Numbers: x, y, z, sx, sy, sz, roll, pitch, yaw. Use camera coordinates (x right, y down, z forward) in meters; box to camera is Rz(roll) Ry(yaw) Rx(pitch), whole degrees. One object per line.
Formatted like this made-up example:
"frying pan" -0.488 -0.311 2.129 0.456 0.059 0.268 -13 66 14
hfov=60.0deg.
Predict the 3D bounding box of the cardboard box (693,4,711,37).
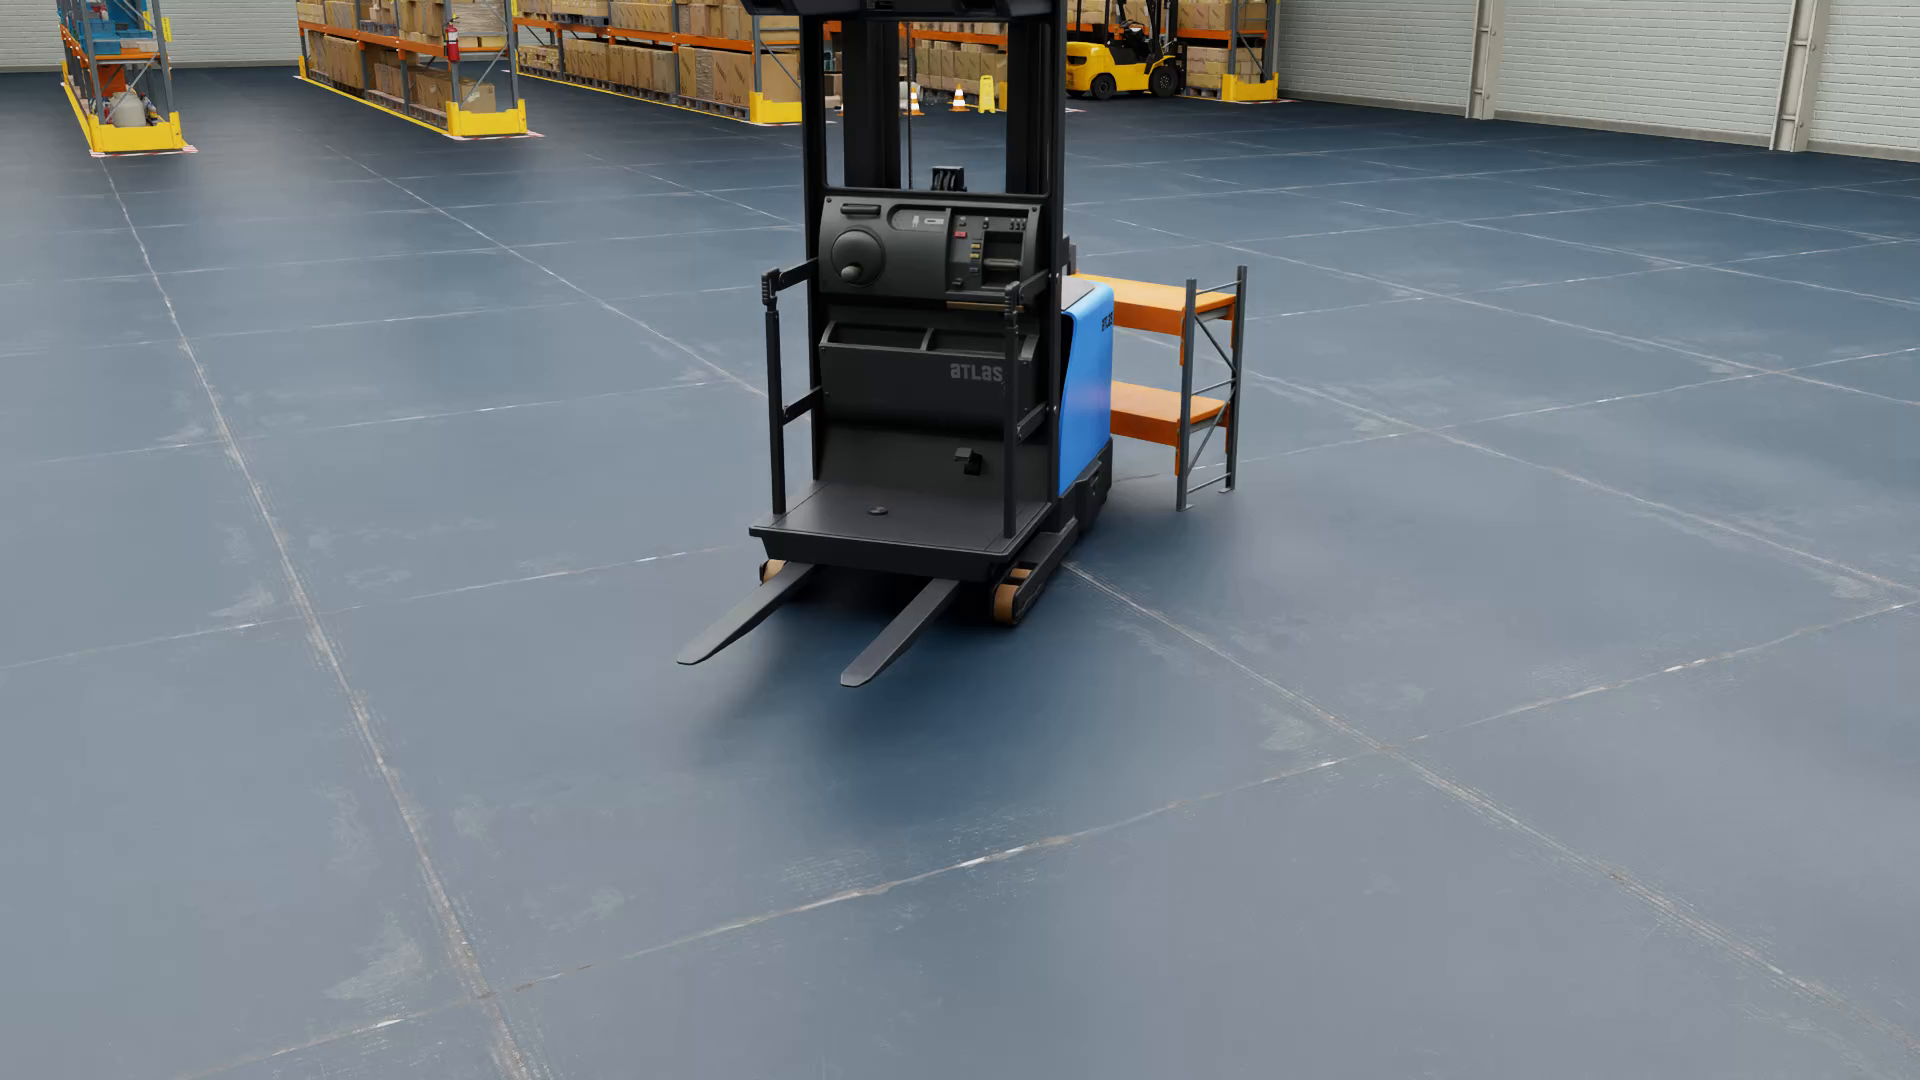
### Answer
"cardboard box" -4.261 -9.327 29.833 0.875 0.550 0.550 -10 21 -27

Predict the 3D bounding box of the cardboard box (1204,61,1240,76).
"cardboard box" 5.187 -9.331 32.881 0.500 0.250 0.500 -10 22 -27

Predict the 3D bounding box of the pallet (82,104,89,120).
"pallet" -14.643 -7.433 28.849 1.003 0.211 1.213 -10 21 -27

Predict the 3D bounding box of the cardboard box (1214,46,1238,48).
"cardboard box" 5.392 -9.787 33.433 0.500 0.250 0.500 -10 21 -27

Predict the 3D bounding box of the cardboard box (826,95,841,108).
"cardboard box" -2.444 -8.187 30.951 0.396 0.266 0.258 -6 20 -17

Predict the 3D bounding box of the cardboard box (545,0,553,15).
"cardboard box" -9.158 -12.267 37.974 0.500 0.500 0.500 -10 21 -27

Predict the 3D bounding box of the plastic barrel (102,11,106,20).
"plastic barrel" -14.676 -8.999 28.941 0.421 0.512 0.421 0 19 0

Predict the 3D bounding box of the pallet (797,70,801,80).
"pallet" -3.355 -10.901 38.900 1.003 0.211 1.213 -10 21 -27

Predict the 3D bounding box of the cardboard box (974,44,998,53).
"cardboard box" 0.484 -9.180 31.063 0.380 0.149 0.250 -9 21 -25

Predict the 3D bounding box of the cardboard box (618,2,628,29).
"cardboard box" -6.561 -10.567 33.503 0.500 0.500 0.500 -10 22 -27

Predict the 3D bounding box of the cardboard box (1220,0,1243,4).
"cardboard box" 5.282 -10.515 32.358 0.380 0.149 0.250 -10 21 -26

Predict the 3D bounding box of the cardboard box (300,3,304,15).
"cardboard box" -14.749 -12.135 37.975 0.500 0.250 0.500 -10 22 -27

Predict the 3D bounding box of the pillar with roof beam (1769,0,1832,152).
"pillar with roof beam" 8.066 -9.169 20.407 9.100 9.000 0.400 -10 21 -27

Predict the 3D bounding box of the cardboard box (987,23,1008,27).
"cardboard box" 0.827 -9.636 30.349 0.500 0.500 0.500 -10 22 -28

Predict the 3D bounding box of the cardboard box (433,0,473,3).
"cardboard box" -7.873 -8.580 25.757 0.500 0.500 0.500 -10 21 -27

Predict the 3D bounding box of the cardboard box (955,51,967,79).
"cardboard box" 0.233 -9.073 31.749 0.500 0.500 0.500 -11 22 -28

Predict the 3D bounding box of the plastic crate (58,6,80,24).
"plastic crate" -17.973 -10.580 33.626 0.392 0.384 0.575 -10 21 -27

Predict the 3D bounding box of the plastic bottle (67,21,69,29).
"plastic bottle" -17.362 -10.083 32.449 0.097 0.271 0.097 0 19 0

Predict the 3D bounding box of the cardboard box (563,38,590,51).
"cardboard box" -8.561 -11.103 37.247 0.500 0.250 0.500 -11 22 -29

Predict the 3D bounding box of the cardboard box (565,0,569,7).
"cardboard box" -8.396 -11.721 36.285 0.380 0.149 0.250 -9 21 -24

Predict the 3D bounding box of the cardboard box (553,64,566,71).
"cardboard box" -9.166 -10.895 38.333 0.380 0.149 0.250 -10 21 -26

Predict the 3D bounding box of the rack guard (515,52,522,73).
"rack guard" -10.543 -11.929 41.436 1.175 0.500 0.348 -10 21 -27

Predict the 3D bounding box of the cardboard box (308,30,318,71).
"cardboard box" -14.618 -11.416 38.730 0.875 0.875 0.875 -10 21 -27

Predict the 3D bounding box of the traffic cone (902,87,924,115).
"traffic cone" -0.828 -7.790 29.498 0.336 0.463 0.334 -10 21 -27

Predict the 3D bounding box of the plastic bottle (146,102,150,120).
"plastic bottle" -12.646 -6.705 25.973 0.097 0.271 0.097 0 19 0

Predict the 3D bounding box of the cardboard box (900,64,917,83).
"cardboard box" -0.824 -9.590 34.209 0.950 0.372 0.625 -10 21 -26

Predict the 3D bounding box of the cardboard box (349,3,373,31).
"cardboard box" -11.646 -10.247 32.576 0.500 0.500 0.500 -9 21 -25

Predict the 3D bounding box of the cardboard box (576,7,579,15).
"cardboard box" -8.023 -11.355 35.682 0.380 0.149 0.250 -9 21 -25

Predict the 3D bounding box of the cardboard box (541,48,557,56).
"cardboard box" -9.623 -11.466 39.075 0.380 0.149 0.250 -11 22 -29

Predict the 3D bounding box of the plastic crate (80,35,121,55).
"plastic crate" -12.254 -7.060 23.721 0.499 0.251 0.616 -10 21 -27

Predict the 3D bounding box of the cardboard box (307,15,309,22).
"cardboard box" -14.501 -11.753 37.478 0.380 0.149 0.250 -10 22 -27

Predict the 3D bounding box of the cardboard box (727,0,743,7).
"cardboard box" -3.466 -9.377 28.322 0.875 0.550 0.550 -10 21 -27

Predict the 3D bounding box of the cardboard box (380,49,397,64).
"cardboard box" -10.849 -9.290 31.963 0.500 0.250 0.500 -9 21 -24

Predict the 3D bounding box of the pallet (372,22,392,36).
"pallet" -10.217 -9.444 30.696 1.003 0.211 1.213 -10 21 -27

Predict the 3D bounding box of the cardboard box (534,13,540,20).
"cardboard box" -9.827 -12.349 39.205 0.380 0.149 0.250 -10 21 -26

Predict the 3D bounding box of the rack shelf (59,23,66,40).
"rack shelf" -18.401 -10.712 35.179 1.077 0.370 4.000 -10 21 -27

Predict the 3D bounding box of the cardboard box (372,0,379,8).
"cardboard box" -10.902 -10.194 31.777 0.500 0.500 0.500 -13 23 -33

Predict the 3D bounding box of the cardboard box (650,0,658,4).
"cardboard box" -5.607 -10.642 32.187 0.700 0.500 0.500 -10 21 -26

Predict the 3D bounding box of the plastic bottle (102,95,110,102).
"plastic bottle" -13.508 -6.863 26.310 0.144 0.351 0.185 -10 21 -27

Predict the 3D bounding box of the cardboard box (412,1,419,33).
"cardboard box" -8.602 -8.721 27.696 0.875 0.500 0.500 -10 21 -27

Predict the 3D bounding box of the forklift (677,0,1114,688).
"forklift" -0.194 -1.191 6.589 1.130 2.935 3.031 6 20 17

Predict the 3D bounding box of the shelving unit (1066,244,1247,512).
"shelving unit" 0.825 -0.839 8.339 1.048 1.125 0.538 15 24 37

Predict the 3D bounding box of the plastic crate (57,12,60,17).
"plastic crate" -19.211 -11.264 35.842 0.416 0.233 0.300 -10 21 -27

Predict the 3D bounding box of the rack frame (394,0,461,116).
"rack frame" -9.294 -8.948 28.966 1.000 3.000 0.127 -10 21 -27

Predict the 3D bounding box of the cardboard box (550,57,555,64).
"cardboard box" -9.248 -11.093 38.450 0.380 0.149 0.250 -11 22 -29

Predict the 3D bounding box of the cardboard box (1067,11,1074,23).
"cardboard box" 2.620 -11.724 37.240 0.500 0.250 0.500 -9 21 -25

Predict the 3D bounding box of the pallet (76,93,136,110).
"pallet" -15.963 -8.231 31.162 1.003 0.211 1.213 -10 21 -27

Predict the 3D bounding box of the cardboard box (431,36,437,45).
"cardboard box" -8.319 -8.088 26.856 0.380 0.149 0.250 -10 21 -27

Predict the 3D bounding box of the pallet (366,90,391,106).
"pallet" -10.823 -8.554 32.097 1.003 0.211 1.213 -10 21 -27

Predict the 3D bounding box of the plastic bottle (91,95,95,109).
"plastic bottle" -13.635 -6.841 26.245 0.144 0.351 0.185 -9 21 -25

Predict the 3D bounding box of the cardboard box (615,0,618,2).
"cardboard box" -7.093 -11.380 35.297 0.380 0.149 0.250 -11 22 -28

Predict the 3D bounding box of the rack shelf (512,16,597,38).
"rack shelf" -9.629 -12.218 39.545 1.077 0.370 4.000 -10 21 -27
